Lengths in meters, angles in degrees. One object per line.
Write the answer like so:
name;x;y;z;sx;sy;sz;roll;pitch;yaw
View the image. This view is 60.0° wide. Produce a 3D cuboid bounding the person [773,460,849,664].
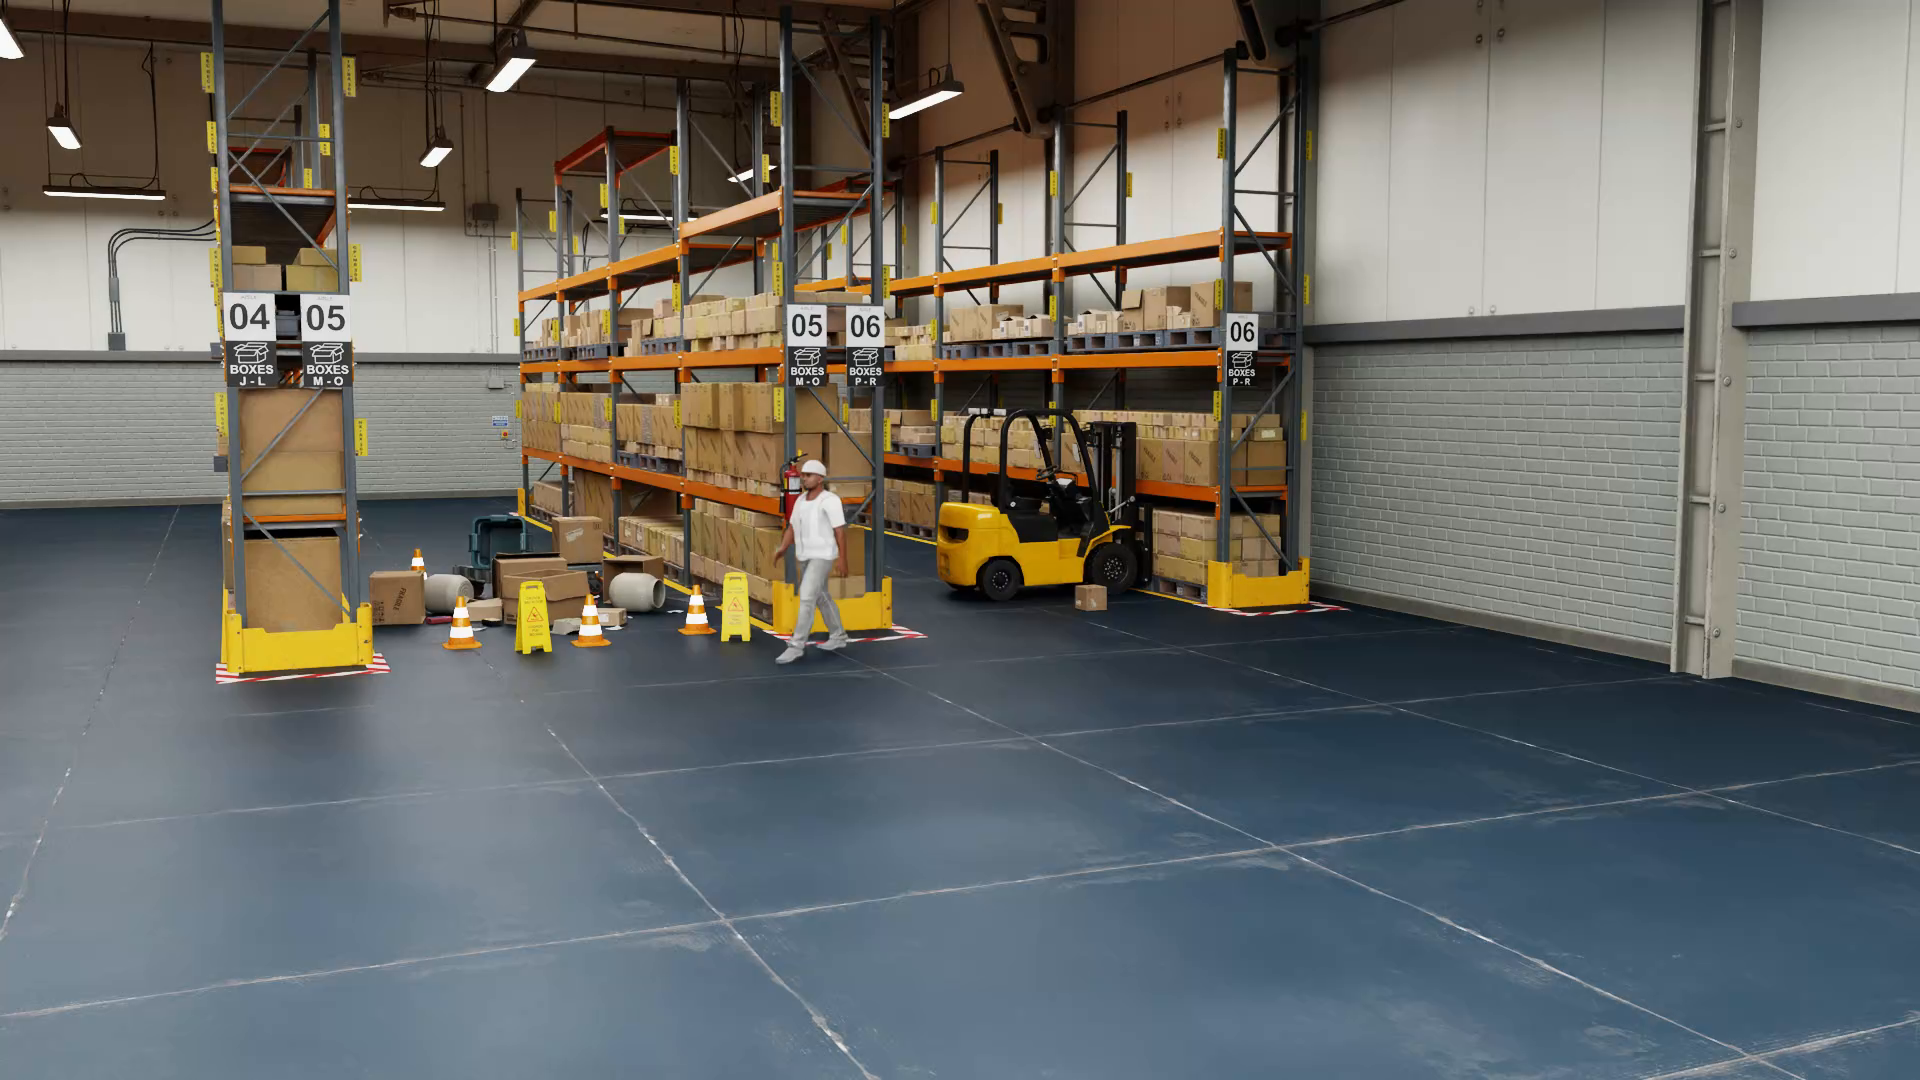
person;-1.344;0.167;14.773;0.904;1.749;0.570;-4;7;-40
